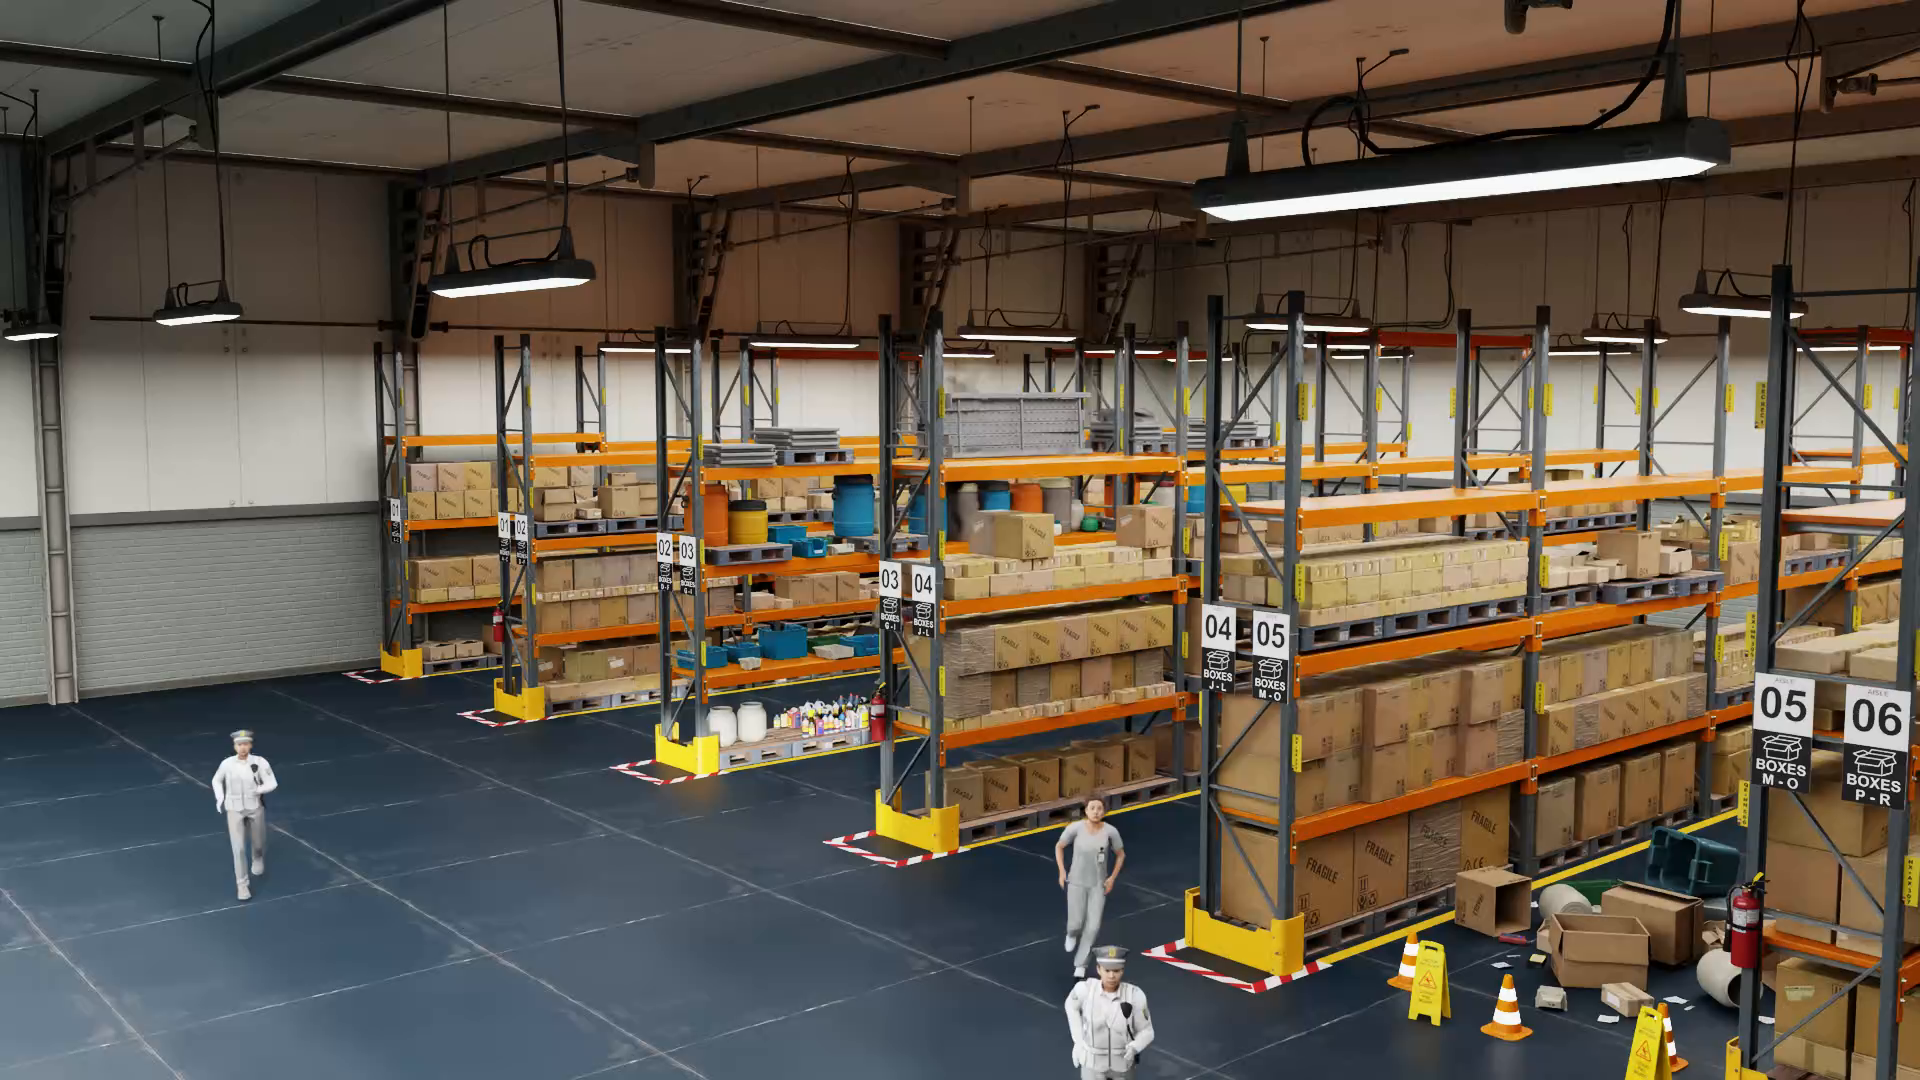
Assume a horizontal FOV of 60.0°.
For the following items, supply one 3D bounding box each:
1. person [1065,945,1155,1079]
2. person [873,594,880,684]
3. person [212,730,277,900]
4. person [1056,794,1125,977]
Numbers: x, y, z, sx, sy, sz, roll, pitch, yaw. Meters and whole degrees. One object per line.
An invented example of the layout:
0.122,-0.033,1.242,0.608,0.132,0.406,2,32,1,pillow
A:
0.952,3.374,10.597,0.541,1.731,0.862,0,5,-2,person
-1.238,1.591,27.588,0.537,1.570,0.513,4,6,35,person
-7.335,2.768,17.066,0.622,1.665,0.896,-2,6,-21,person
1.156,3.146,14.749,0.611,1.376,0.556,0,5,1,person
